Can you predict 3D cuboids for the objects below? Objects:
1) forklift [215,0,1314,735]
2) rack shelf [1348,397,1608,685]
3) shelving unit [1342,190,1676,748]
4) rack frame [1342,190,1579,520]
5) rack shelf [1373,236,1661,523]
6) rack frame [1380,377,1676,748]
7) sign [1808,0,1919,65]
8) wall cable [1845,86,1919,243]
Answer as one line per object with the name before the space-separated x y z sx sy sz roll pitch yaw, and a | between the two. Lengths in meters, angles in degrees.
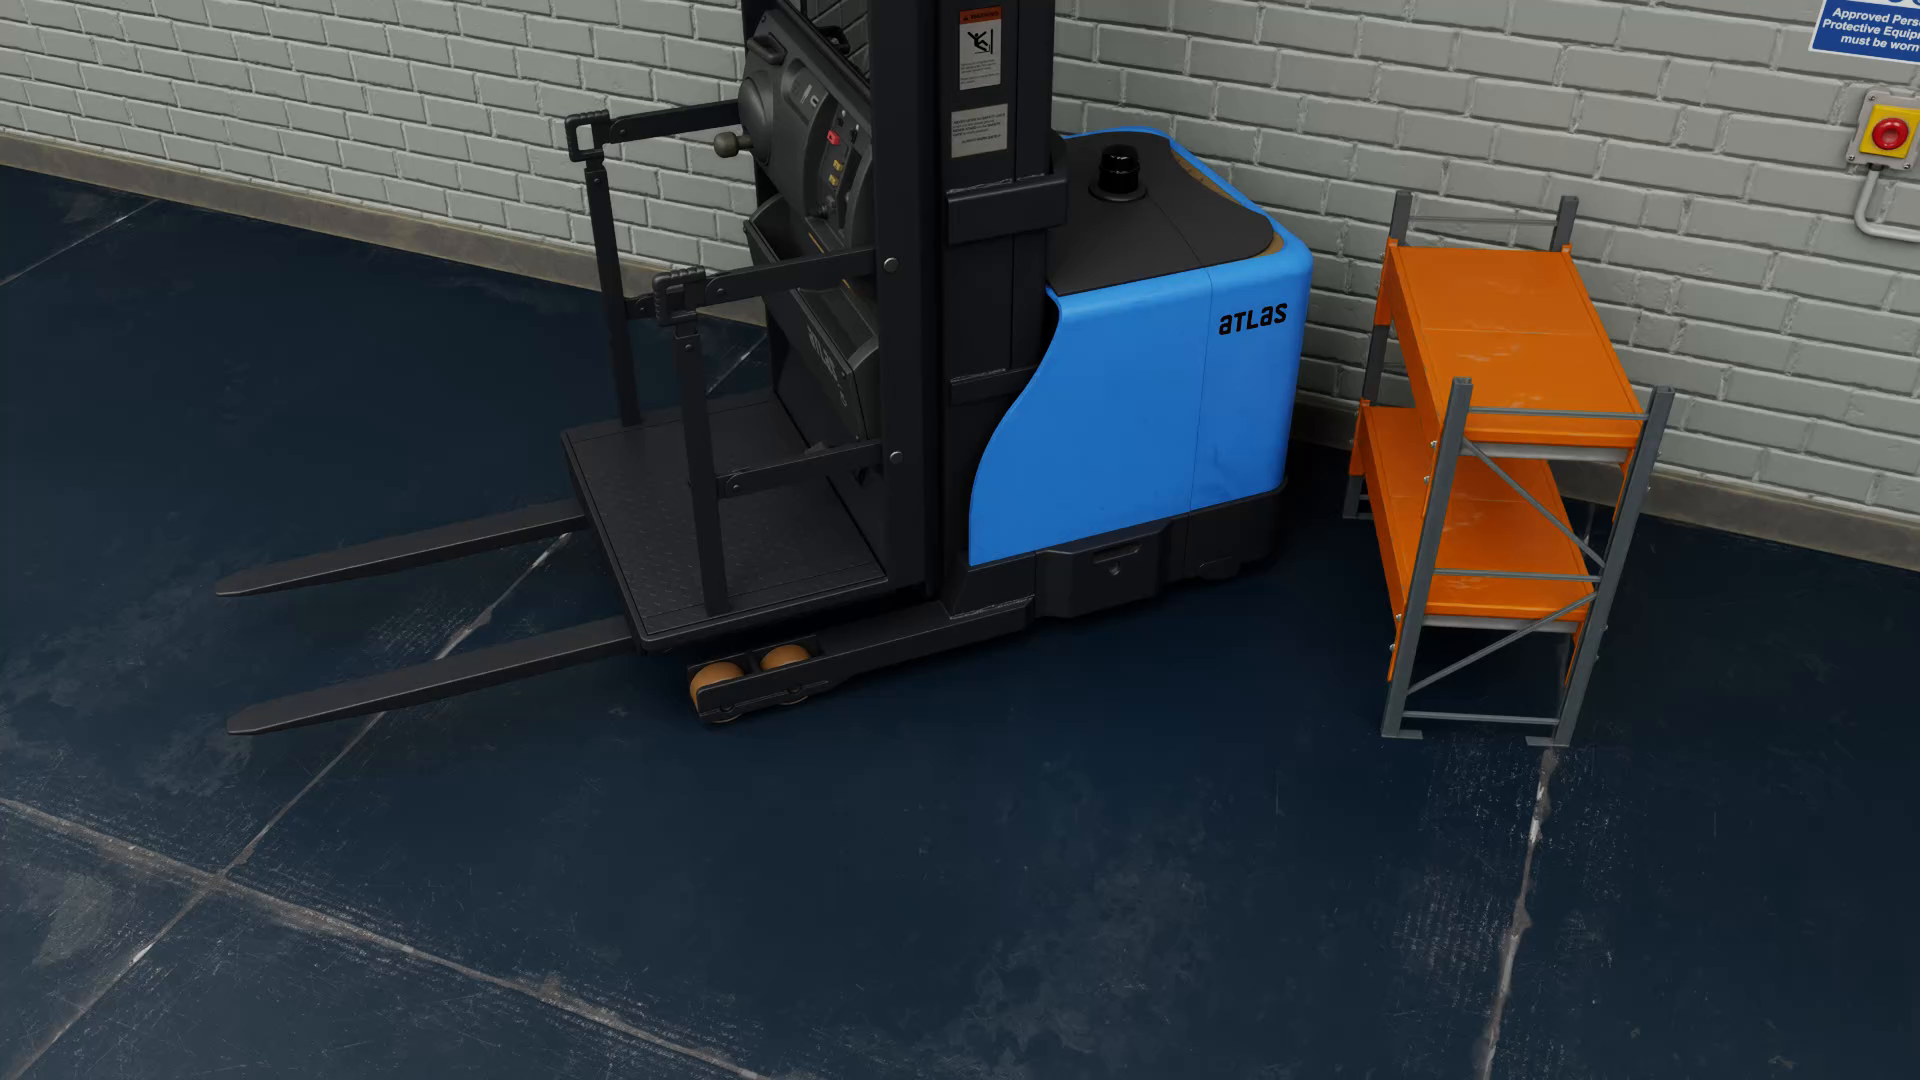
forklift | -0.584 -1.031 4.182 3.031 2.935 1.130 -14 39 -18
rack shelf | 1.439 -0.017 4.741 0.538 0.278 1.000 3 37 4
shelving unit | 1.439 -0.213 4.595 0.538 1.125 1.048 3 37 4
rack frame | 1.479 -0.516 5.001 0.500 1.125 0.032 3 37 4
rack shelf | 1.439 -0.447 4.420 0.538 0.278 1.000 3 37 4
rack frame | 1.399 0.091 4.189 0.500 1.125 0.032 3 37 4
sign | 2.422 -1.360 4.339 0.327 0.218 0.001 14 39 18
wall cable | 2.443 -1.627 4.046 0.585 1.953 0.123 14 39 18
